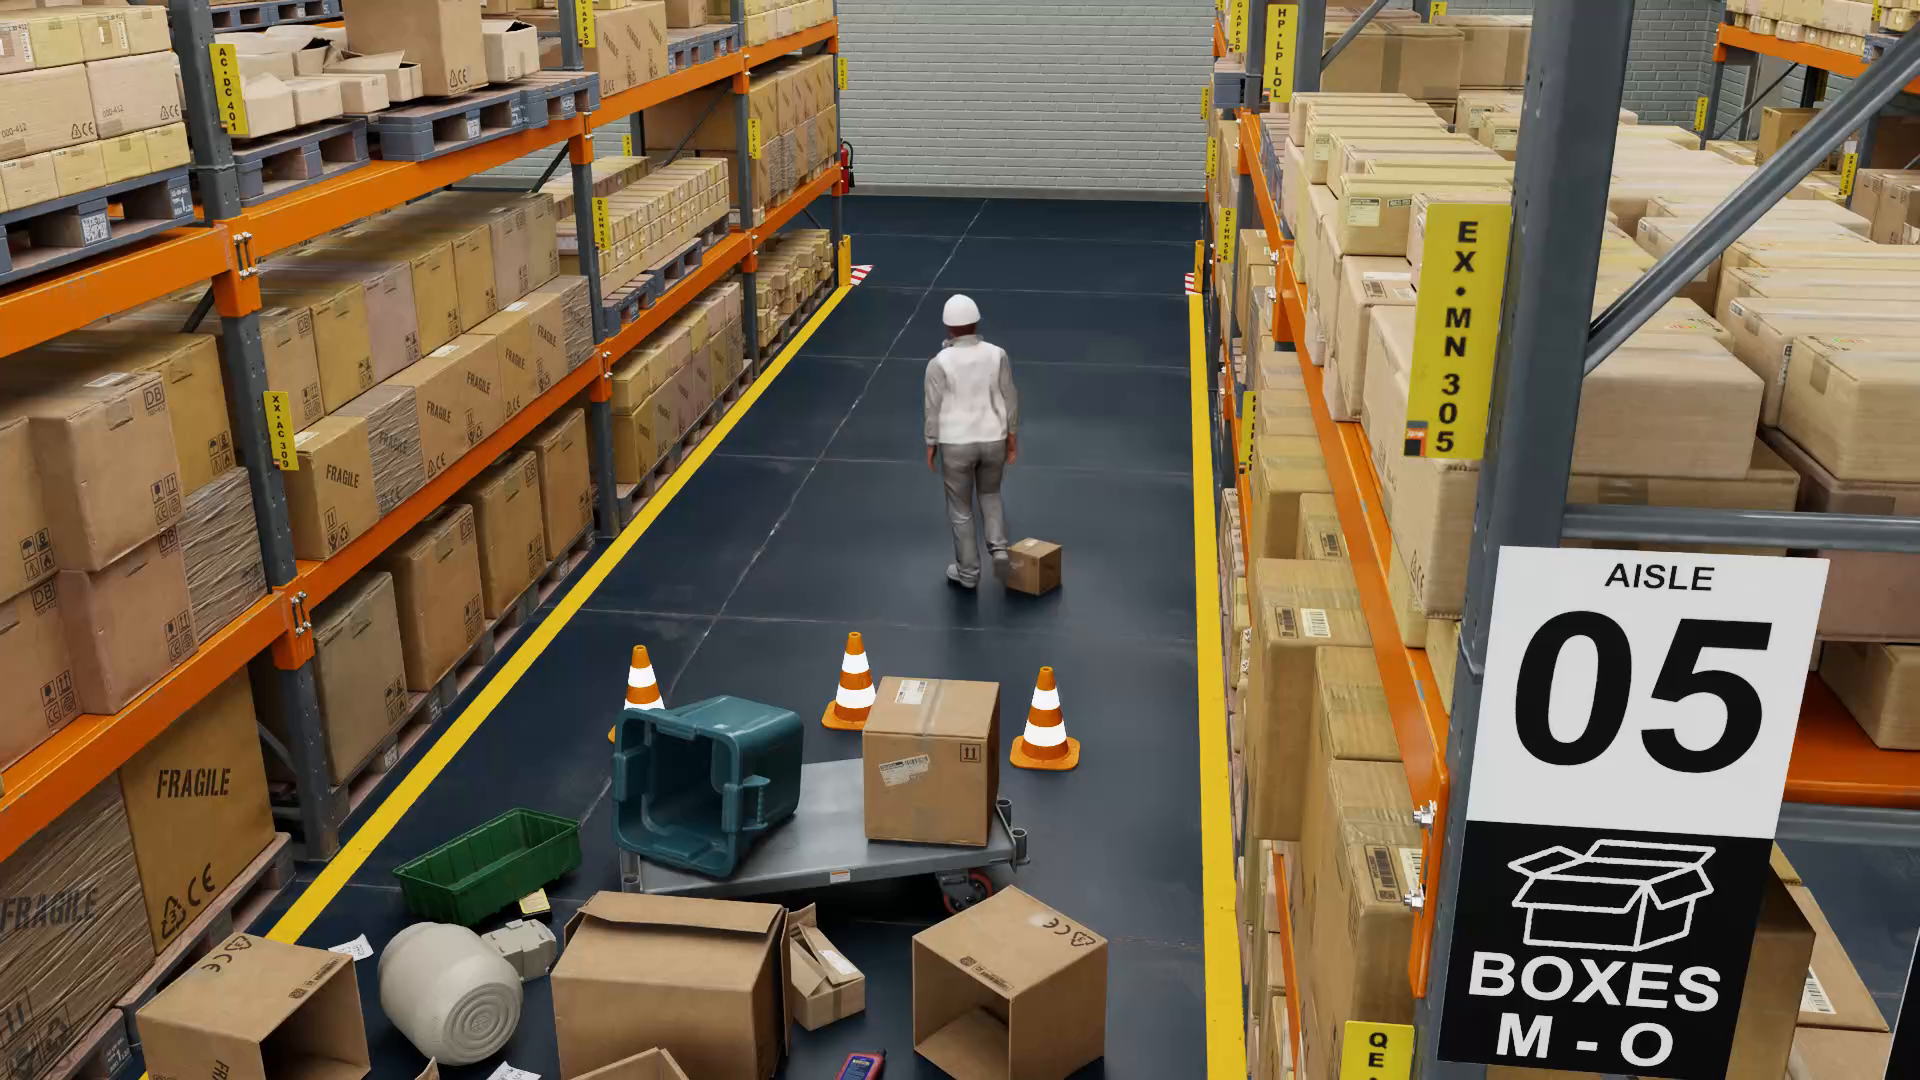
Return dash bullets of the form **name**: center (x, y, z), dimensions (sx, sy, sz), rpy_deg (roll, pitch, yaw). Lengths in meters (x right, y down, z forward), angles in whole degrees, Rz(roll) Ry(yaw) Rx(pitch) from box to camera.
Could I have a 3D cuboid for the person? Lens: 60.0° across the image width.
- **person**: center (0.075, -0.590, 10.013), dimensions (0.569, 1.759, 0.544), rpy_deg (-8, 22, -19)
